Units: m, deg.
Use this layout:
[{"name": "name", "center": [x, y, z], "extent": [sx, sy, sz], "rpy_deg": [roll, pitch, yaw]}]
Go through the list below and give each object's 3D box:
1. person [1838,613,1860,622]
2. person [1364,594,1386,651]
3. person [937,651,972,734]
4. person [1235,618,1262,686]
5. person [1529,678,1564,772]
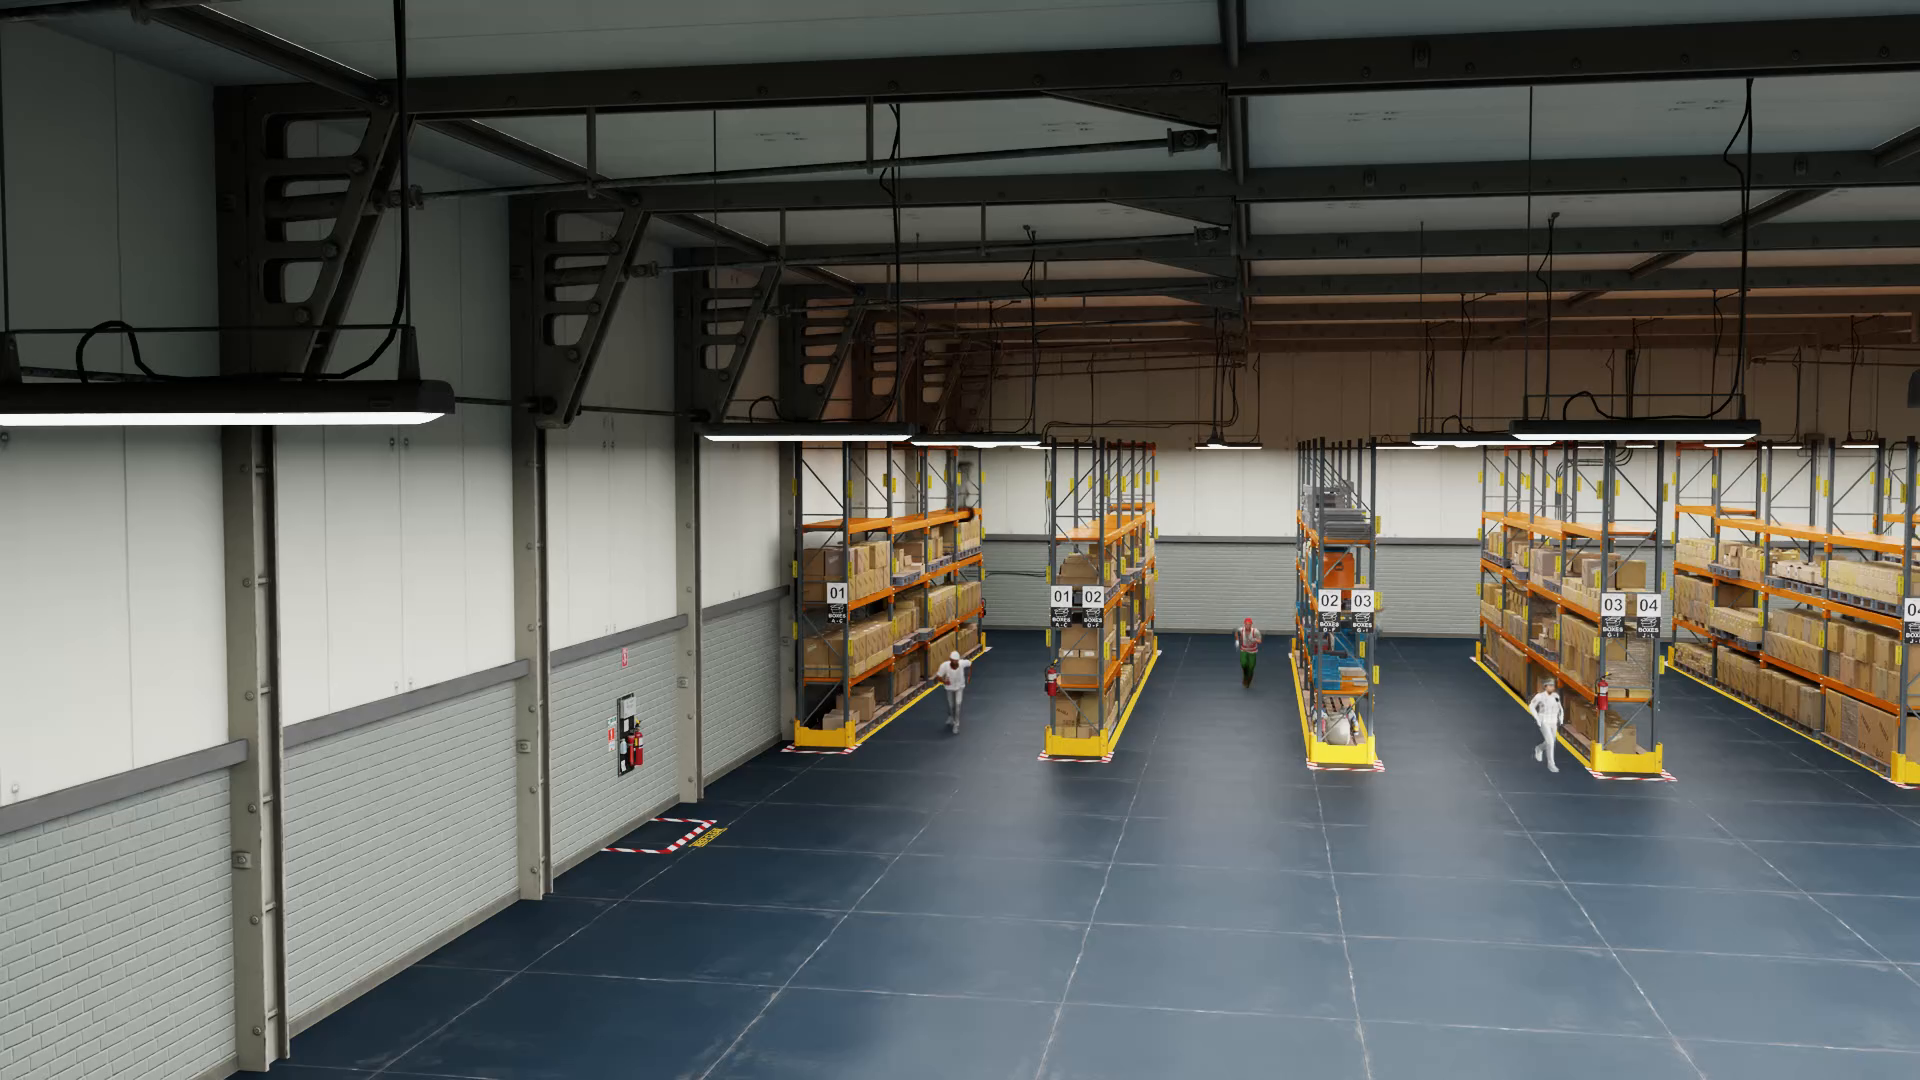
[{"name": "person", "center": [24.111, 2.493, 45.180], "extent": [0.753, 1.758, 0.696], "rpy_deg": [1, 3, 20]}, {"name": "person", "center": [11.761, 2.332, 47.782], "extent": [0.919, 1.718, 0.684], "rpy_deg": [1, 3, 21]}, {"name": "person", "center": [-0.123, 3.102, 34.229], "extent": [0.747, 1.718, 1.046], "rpy_deg": [0, 3, -6]}, {"name": "person", "center": [6.967, 2.717, 40.215], "extent": [0.643, 1.700, 0.877], "rpy_deg": [1, 3, 12]}, {"name": "person", "center": [10.594, 3.311, 30.061], "extent": [0.611, 1.673, 0.784], "rpy_deg": [-1, 3, -14]}]
